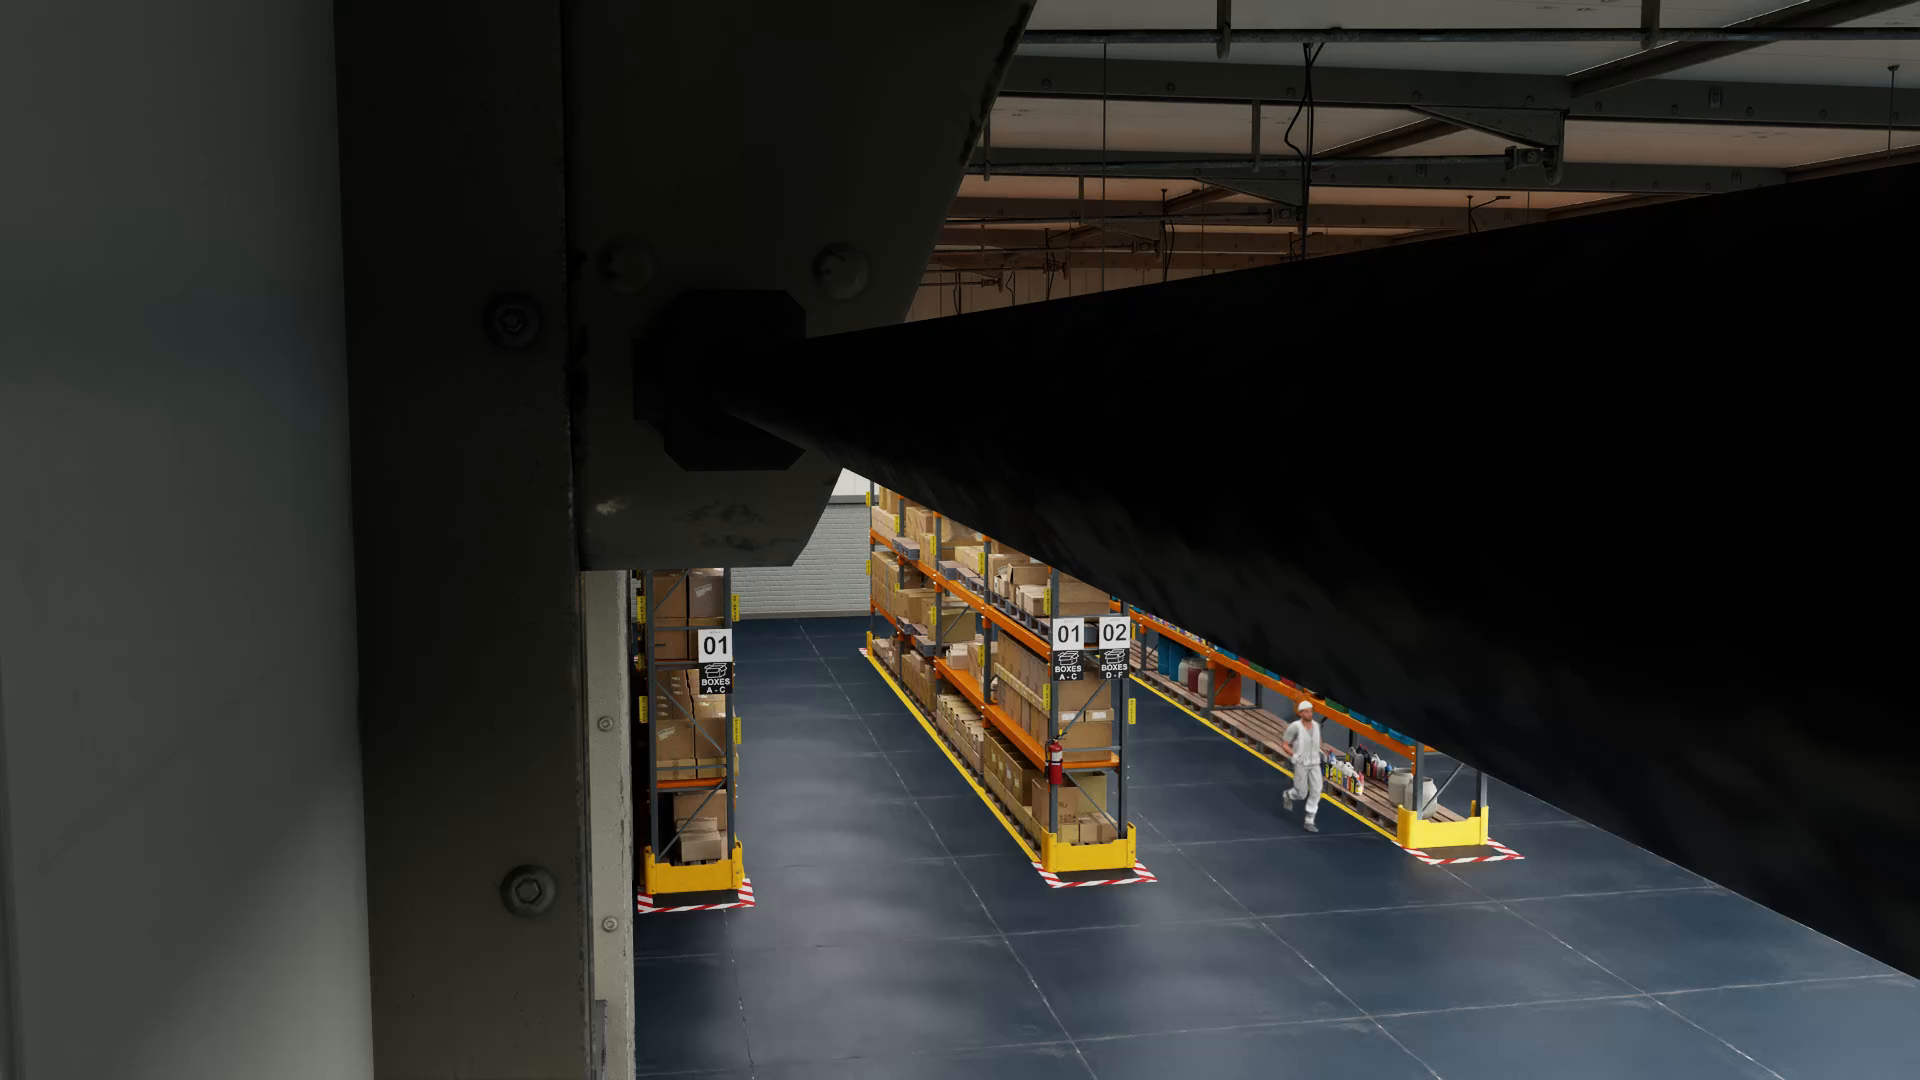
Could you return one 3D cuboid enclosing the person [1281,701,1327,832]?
[{"bbox_3d":[4.738,3.077,22.833,0.653,1.758,0.818,-2,6,-19],"label":"person"}]
